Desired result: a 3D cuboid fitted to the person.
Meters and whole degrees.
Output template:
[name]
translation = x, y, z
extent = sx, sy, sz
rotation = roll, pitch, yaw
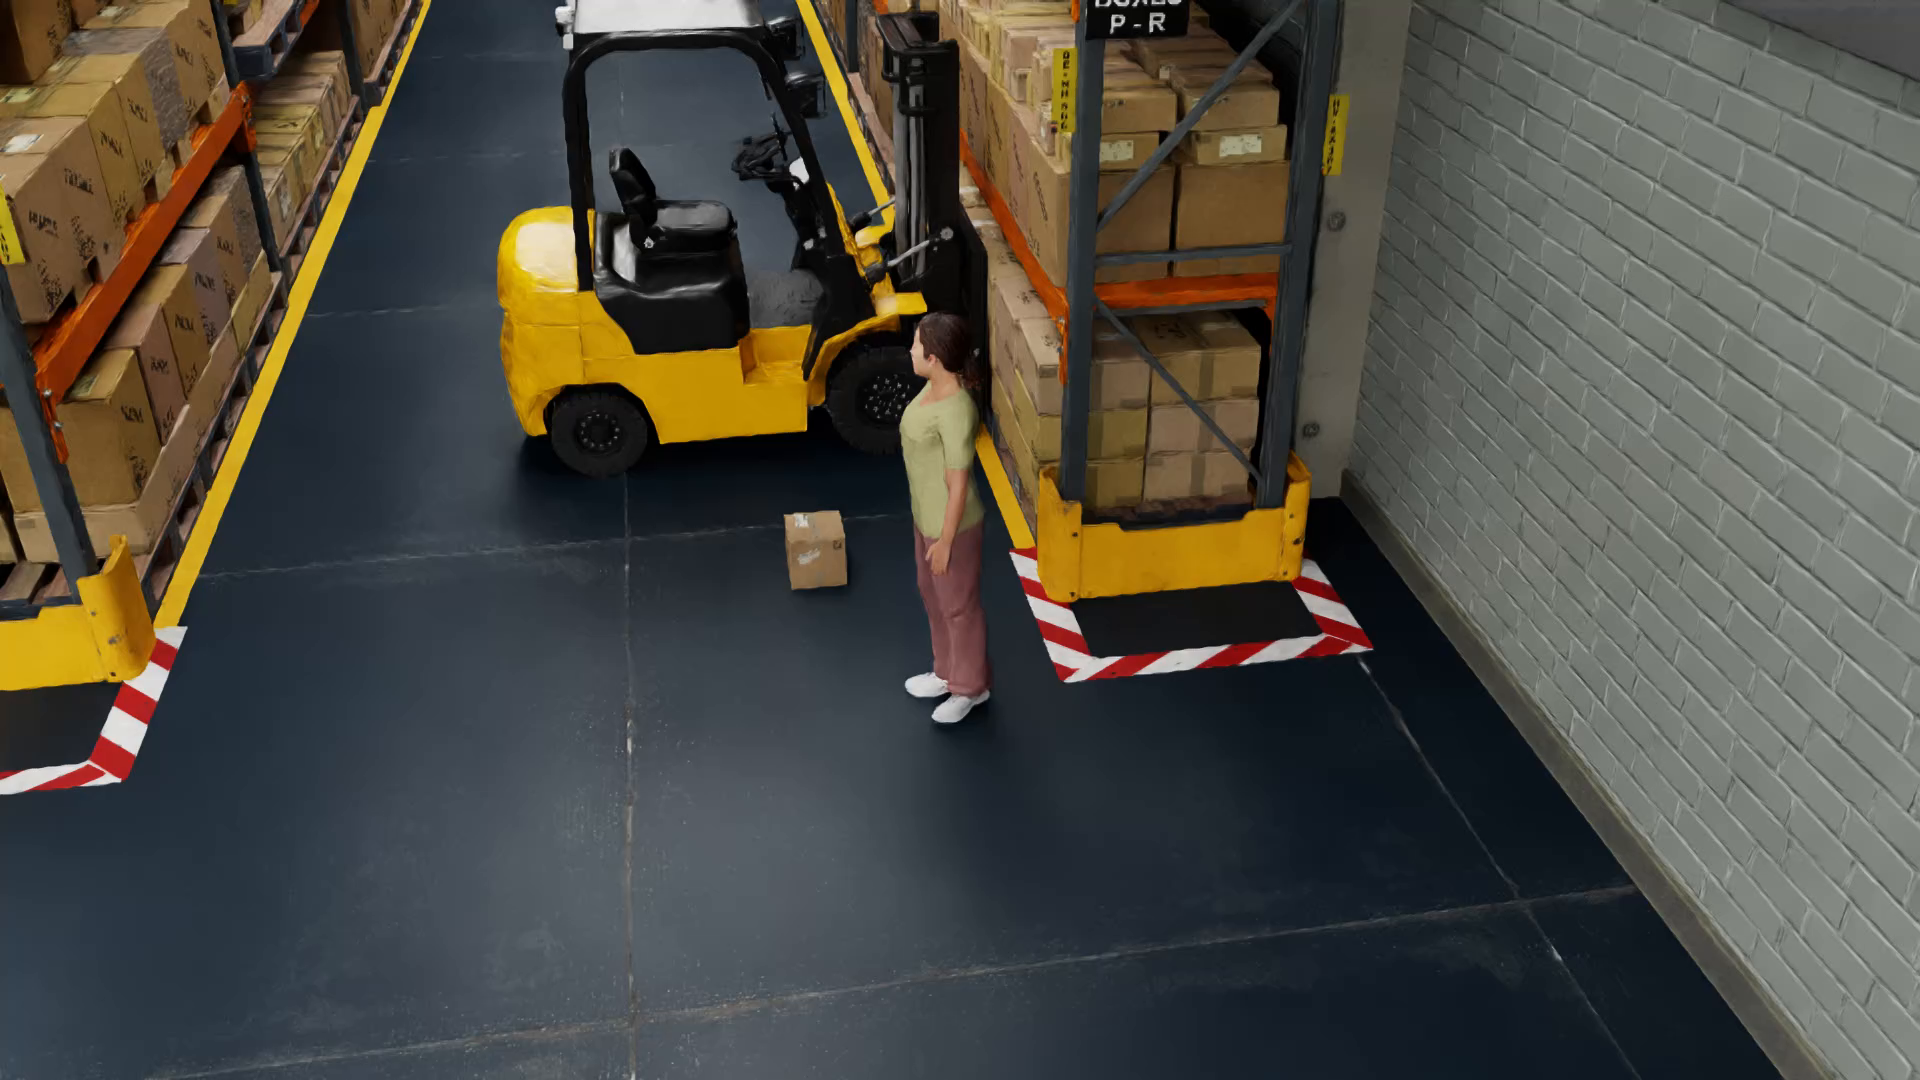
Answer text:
[person]
translation = -0.040, -0.056, 6.240
extent = 0.355, 1.647, 0.474
rotation = -6, 31, -11
